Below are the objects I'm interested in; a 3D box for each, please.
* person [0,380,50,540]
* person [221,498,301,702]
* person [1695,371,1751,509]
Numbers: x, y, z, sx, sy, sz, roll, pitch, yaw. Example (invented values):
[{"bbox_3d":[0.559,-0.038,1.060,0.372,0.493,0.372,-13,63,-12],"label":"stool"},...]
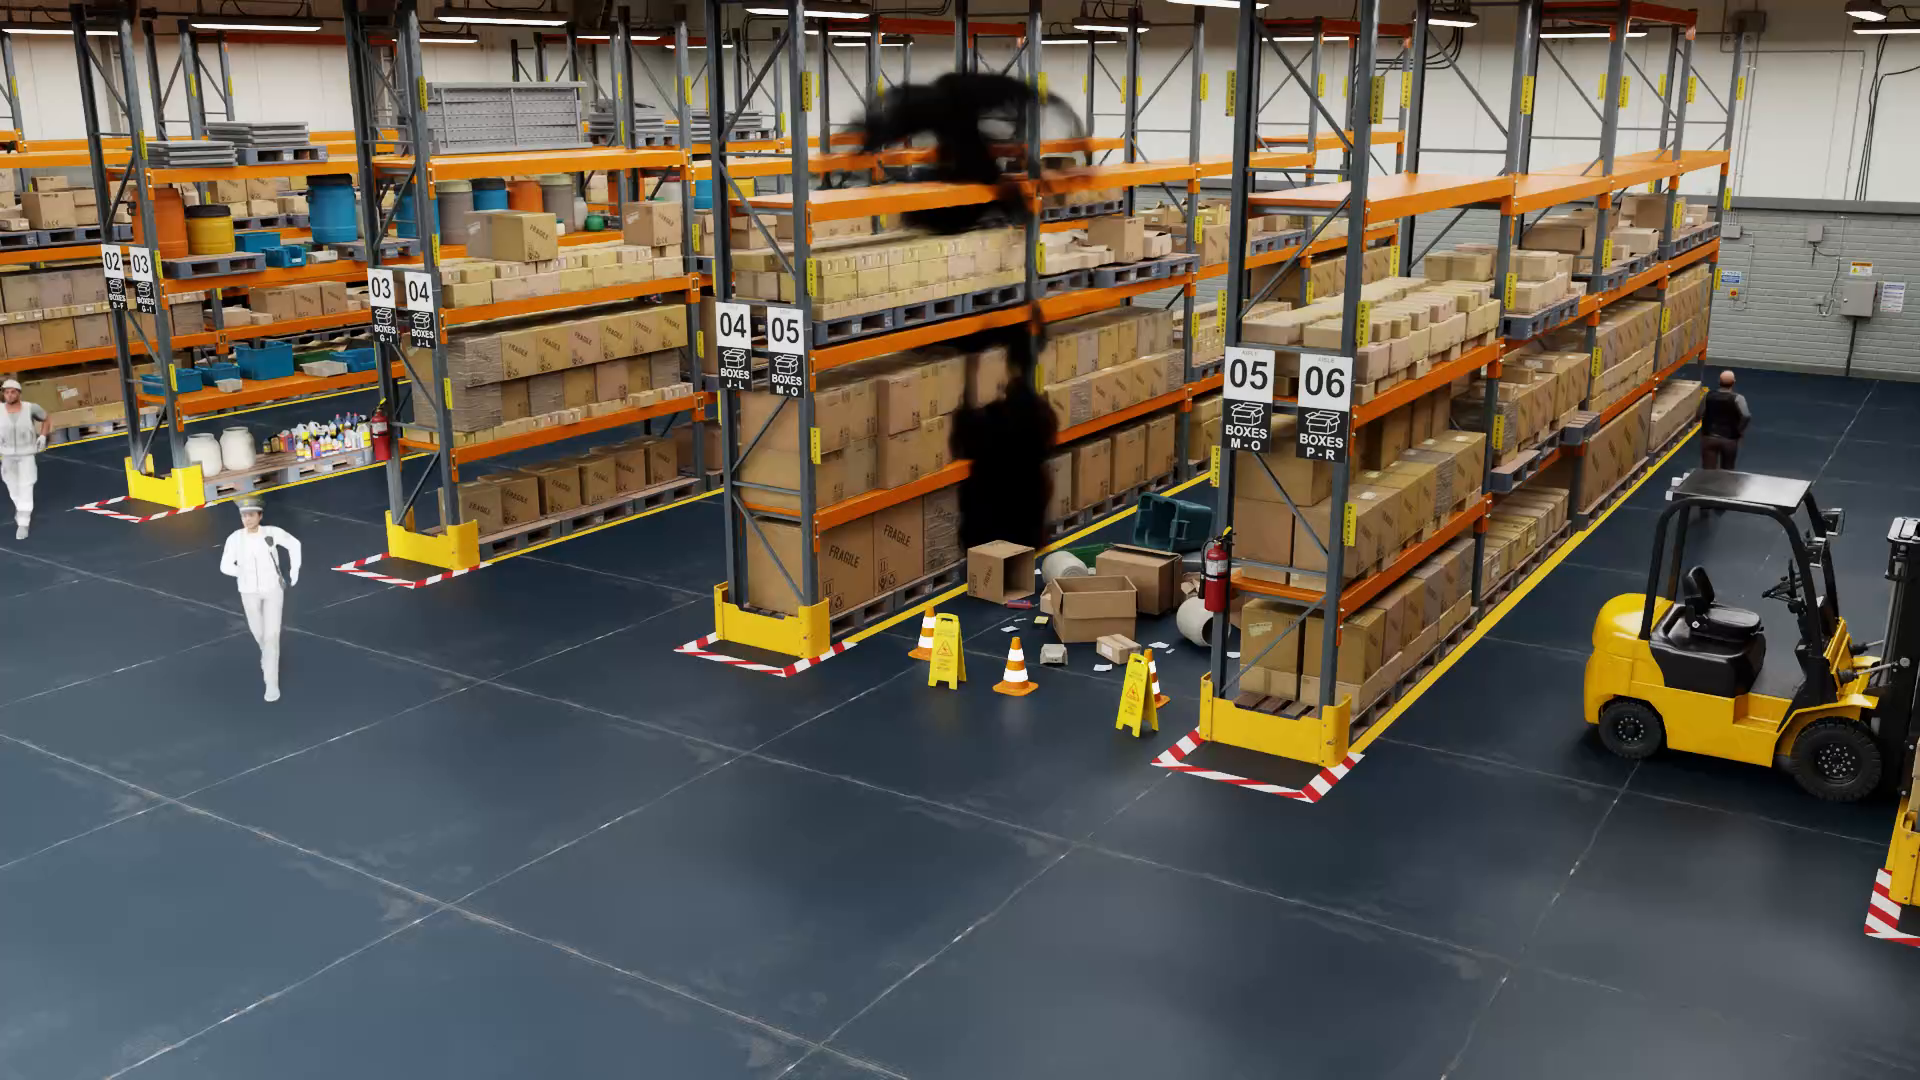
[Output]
[{"bbox_3d":[-10.974,-0.987,19.419,0.674,1.802,0.910,-6,16,-19],"label":"person"},{"bbox_3d":[-6.038,0.449,14.387,0.623,1.674,0.992,-3,16,-11],"label":"person"},{"bbox_3d":[9.275,-1.182,20.294,0.641,1.783,0.727,9,18,29],"label":"person"}]
